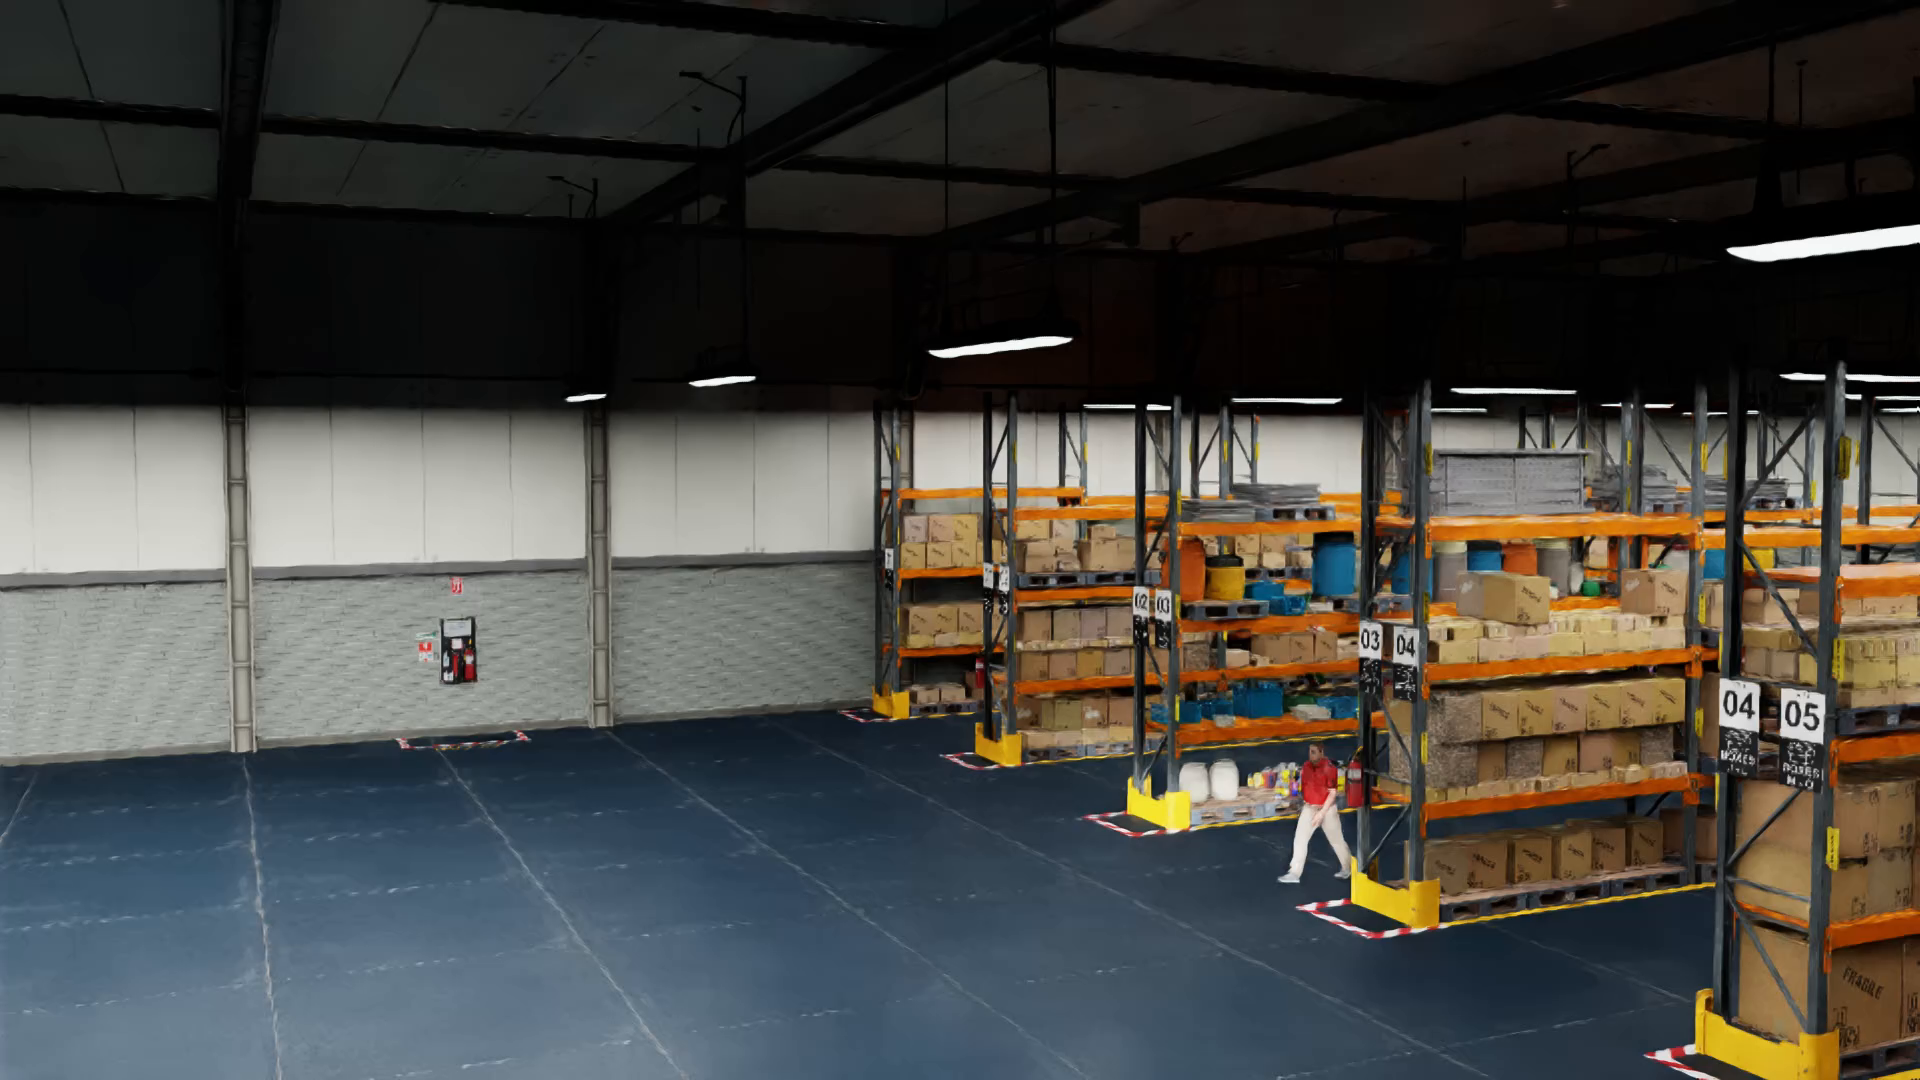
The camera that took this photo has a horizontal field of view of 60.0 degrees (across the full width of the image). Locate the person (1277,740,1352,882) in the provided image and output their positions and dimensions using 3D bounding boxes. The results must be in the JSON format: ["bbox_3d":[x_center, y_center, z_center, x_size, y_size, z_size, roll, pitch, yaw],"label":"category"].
[{"bbox_3d":[4.193,3.174,19.523,1.064,1.662,0.545,-3,4,-42],"label":"person"}]

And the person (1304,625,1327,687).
[{"bbox_3d":[7.234,2.330,33.912,0.552,1.742,0.677,-2,4,-26],"label":"person"}]
